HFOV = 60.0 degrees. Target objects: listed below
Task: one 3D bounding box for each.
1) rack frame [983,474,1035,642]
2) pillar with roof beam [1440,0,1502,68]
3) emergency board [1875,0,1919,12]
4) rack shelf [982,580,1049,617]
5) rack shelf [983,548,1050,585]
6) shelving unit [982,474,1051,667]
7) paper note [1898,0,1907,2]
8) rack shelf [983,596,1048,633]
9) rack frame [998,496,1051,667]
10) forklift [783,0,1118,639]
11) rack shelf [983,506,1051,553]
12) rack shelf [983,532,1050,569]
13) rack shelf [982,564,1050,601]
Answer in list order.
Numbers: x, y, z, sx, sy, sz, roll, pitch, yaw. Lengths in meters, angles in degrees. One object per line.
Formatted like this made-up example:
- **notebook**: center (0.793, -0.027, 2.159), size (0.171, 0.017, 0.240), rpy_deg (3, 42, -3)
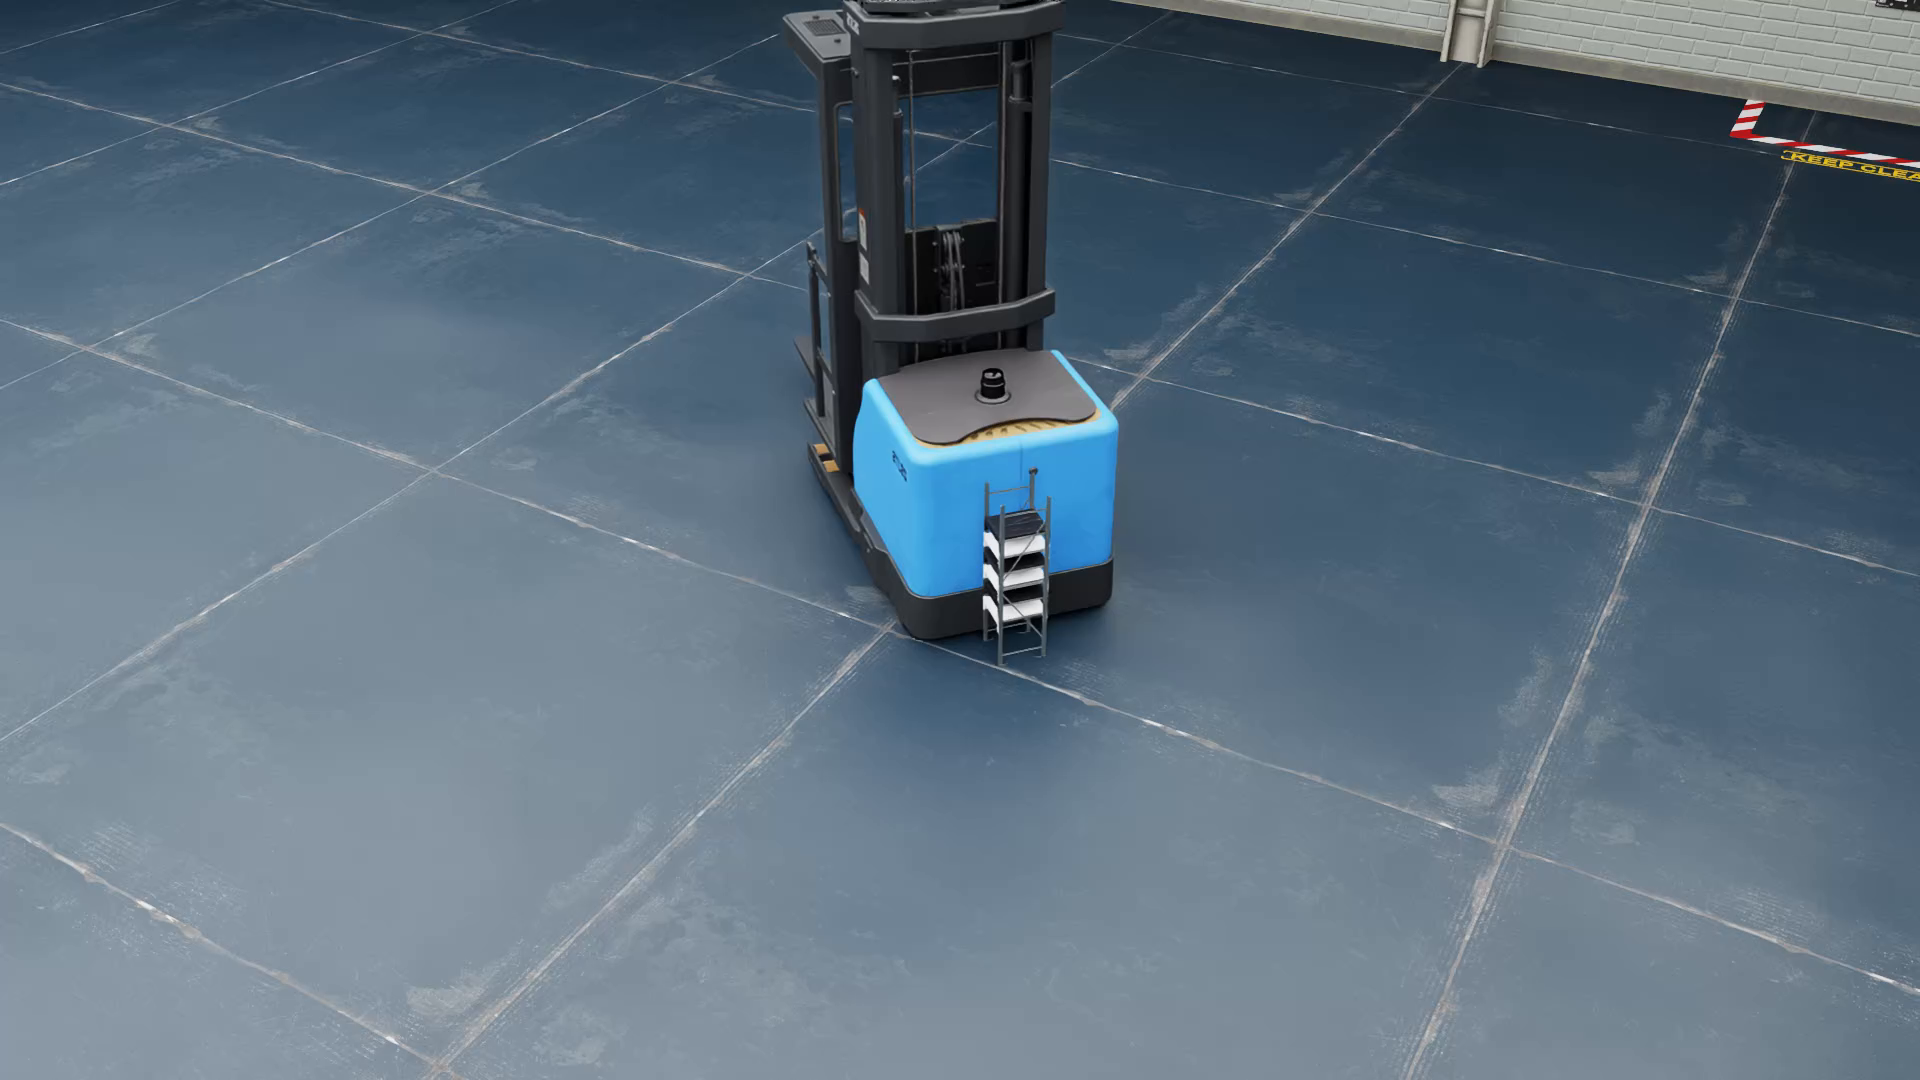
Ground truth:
- **rack frame**: center (0.226, 0.095, 7.796), size (0.240, 0.900, 0.006), rpy_deg (-11, 35, -16)
- **pillar with roof beam**: center (2.563, -6.138, 9.848), size (0.400, 9.000, 9.100), rpy_deg (18, 37, 24)
- **emergency board**: center (7.784, -4.771, 13.209), size (0.626, 1.169, 0.157), rpy_deg (18, 37, 24)
- **rack shelf**: center (0.259, 0.251, 7.784), size (0.258, 0.077, 0.200), rpy_deg (-11, 35, -16)
- **rack shelf**: center (0.259, 0.101, 7.684), size (0.258, 0.077, 0.200), rpy_deg (-11, 35, -16)
- **shelving unit**: center (0.259, 0.148, 7.716), size (0.258, 0.900, 0.210), rpy_deg (-11, 35, -16)
- **paper note**: center (7.663, -4.475, 13.559), size (0.142, 0.148, 0.016), rpy_deg (18, 37, 24)
- **rack shelf**: center (0.259, 0.326, 7.834), size (0.258, 0.077, 0.200), rpy_deg (-11, 35, -16)
- **rack frame**: center (0.292, 0.201, 7.636), size (0.240, 0.900, 0.006), rpy_deg (-11, 35, -16)
- **forklift**: center (-0.210, -1.559, 8.447), size (1.130, 2.935, 3.031), rpy_deg (-11, 35, -16)
- **rack shelf**: center (0.259, -0.049, 7.585), size (0.258, 0.077, 0.200), rpy_deg (-11, 35, -16)
- **rack shelf**: center (0.259, 0.026, 7.634), size (0.258, 0.077, 0.200), rpy_deg (-11, 35, -16)
- **rack shelf**: center (0.259, 0.176, 7.734), size (0.258, 0.077, 0.200), rpy_deg (-11, 35, -16)
